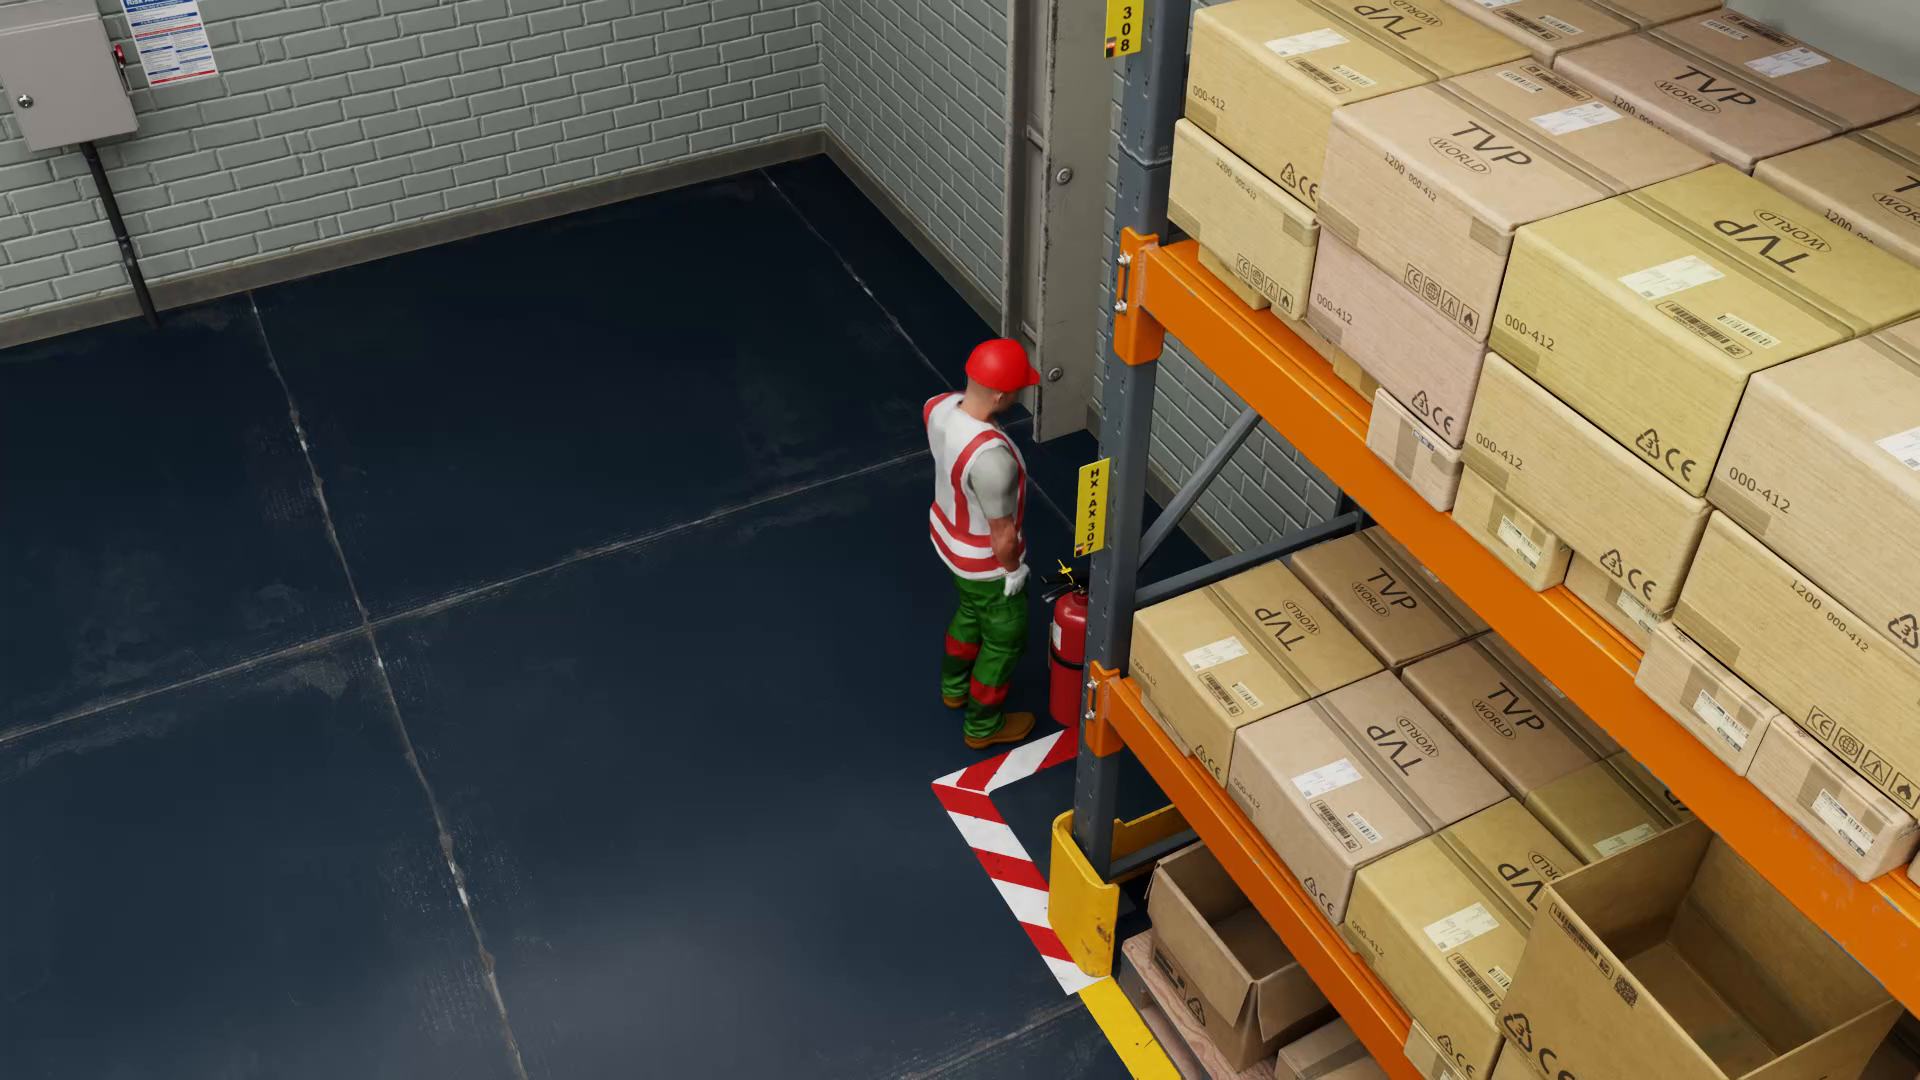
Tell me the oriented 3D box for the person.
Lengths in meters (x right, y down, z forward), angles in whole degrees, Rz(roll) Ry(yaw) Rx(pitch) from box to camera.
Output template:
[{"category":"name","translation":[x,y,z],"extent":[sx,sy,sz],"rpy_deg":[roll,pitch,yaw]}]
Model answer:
[{"category":"person","translation":[0.094,0.014,6.139],"extent":[0.388,1.766,0.533],"rpy_deg":[-16,43,-18]}]
